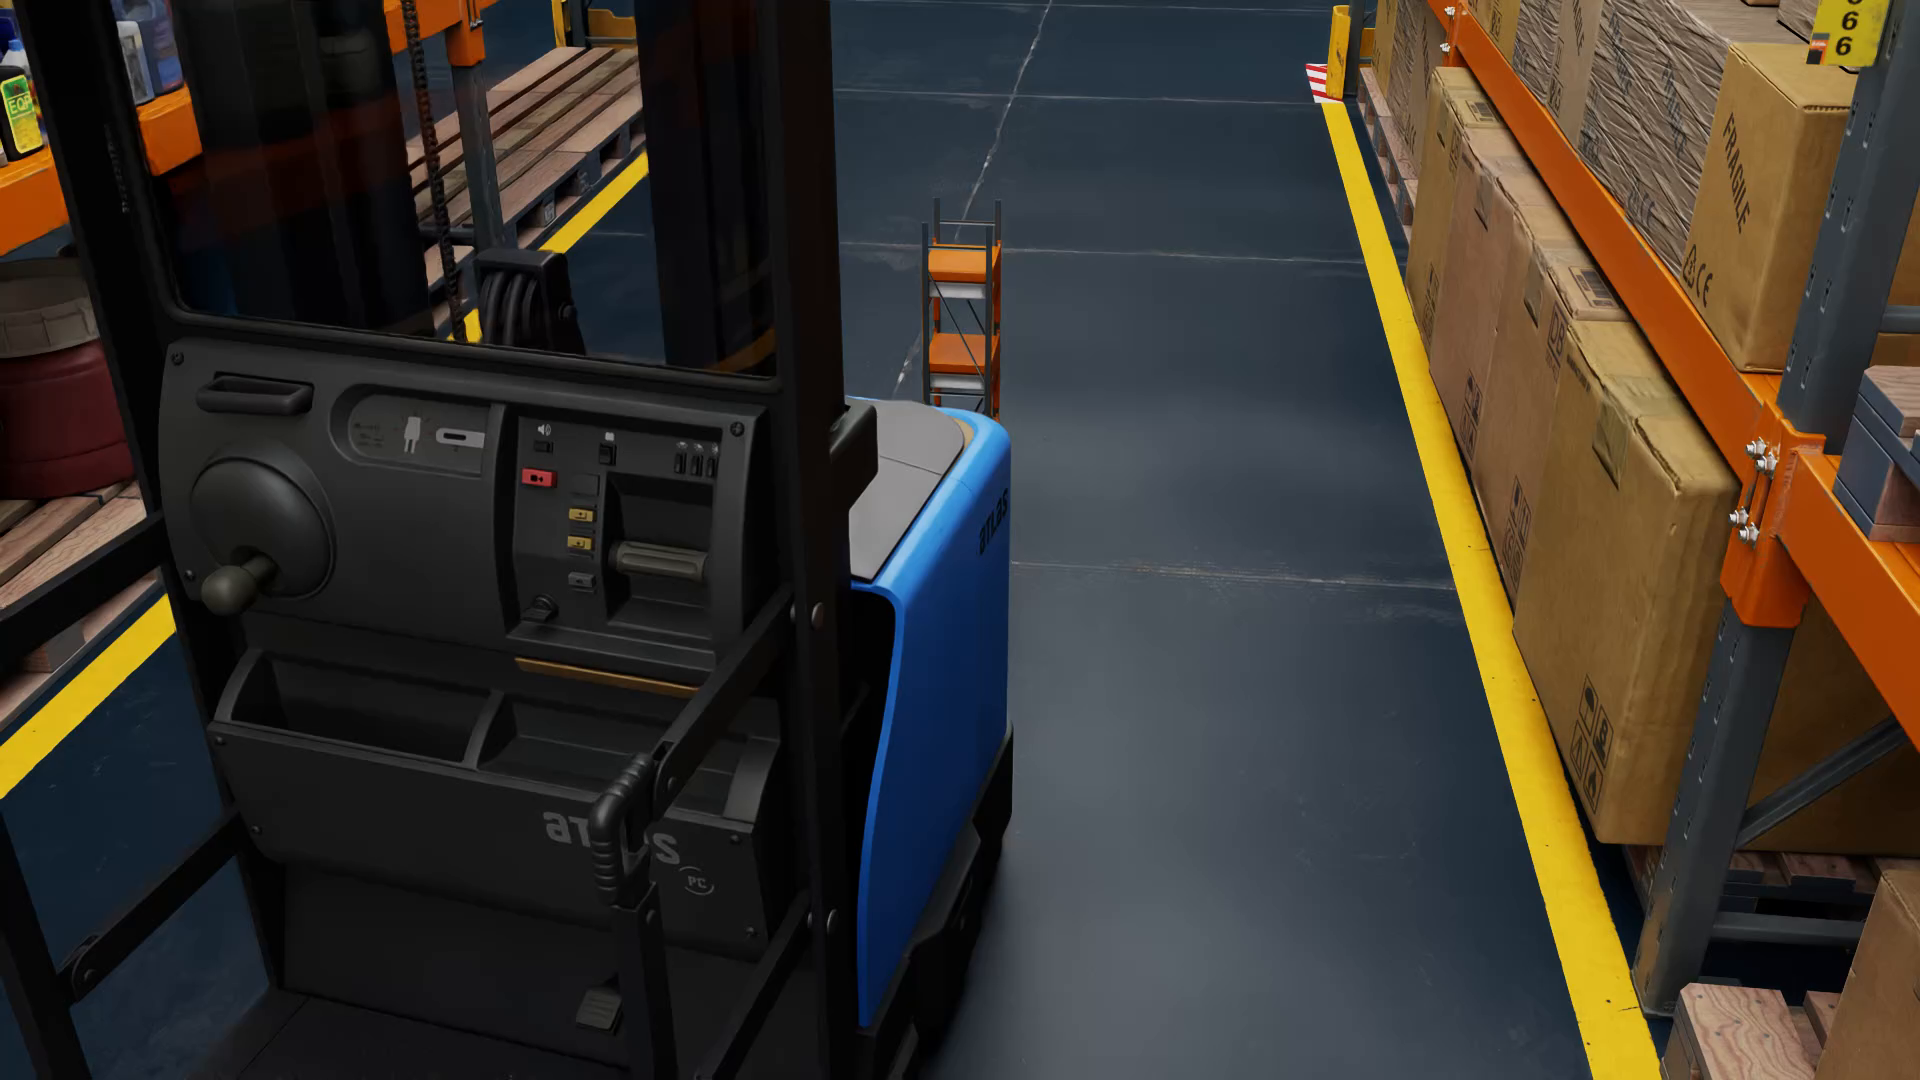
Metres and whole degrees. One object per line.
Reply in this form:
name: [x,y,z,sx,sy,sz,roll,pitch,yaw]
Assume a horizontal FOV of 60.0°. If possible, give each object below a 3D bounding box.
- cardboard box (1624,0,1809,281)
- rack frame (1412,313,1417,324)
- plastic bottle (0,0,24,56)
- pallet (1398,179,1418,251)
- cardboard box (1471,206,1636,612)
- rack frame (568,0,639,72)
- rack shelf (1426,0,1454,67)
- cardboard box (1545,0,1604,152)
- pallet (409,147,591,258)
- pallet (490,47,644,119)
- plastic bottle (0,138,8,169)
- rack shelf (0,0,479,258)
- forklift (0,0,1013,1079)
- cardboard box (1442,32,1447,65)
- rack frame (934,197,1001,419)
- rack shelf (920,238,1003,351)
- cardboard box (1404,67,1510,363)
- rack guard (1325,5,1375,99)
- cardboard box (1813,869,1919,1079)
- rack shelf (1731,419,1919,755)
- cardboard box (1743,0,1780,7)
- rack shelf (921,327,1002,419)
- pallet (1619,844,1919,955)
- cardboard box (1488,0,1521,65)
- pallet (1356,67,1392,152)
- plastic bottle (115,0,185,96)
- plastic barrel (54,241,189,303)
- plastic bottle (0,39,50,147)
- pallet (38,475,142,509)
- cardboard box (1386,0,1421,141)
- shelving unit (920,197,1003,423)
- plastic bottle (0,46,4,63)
cardboard box: [1.792,-0.862,3.581,0.500,0.500,0.500,3,28,6]
rack frame: [2.401,-2.219,6.207,1.000,3.000,0.127,3,28,6]
plastic bottle: [-3.092,-1.712,5.396,0.152,0.276,0.135,3,28,6]
pallet: [2.571,-1.345,7.524,1.003,0.211,1.213,3,28,6]
cardboard box: [2.133,-0.329,4.495,1.225,0.875,0.875,3,29,6]
rack frame: [-2.025,-4.390,10.236,1.000,3.000,0.127,3,28,6]
rack shelf: [2.646,-2.844,8.125,1.077,0.370,4.000,3,28,6]
cardboard box: [1.916,-1.346,4.480,0.500,0.500,0.500,4,29,7]
pallet: [-2.463,-1.628,8.049,1.003,0.211,1.213,3,28,6]
pallet: [-2.164,-2.777,10.181,1.003,0.211,1.213,3,28,6]
plastic bottle: [-2.517,-1.055,4.256,0.097,0.201,0.097,0,28,0]
rack shelf: [-2.760,-1.249,5.165,1.077,0.370,4.000,3,28,6]
forklift: [-0.783,-0.005,2.169,1.130,2.935,3.031,8,29,14]
cardboard box: [2.561,-1.775,7.180,0.875,0.875,0.875,3,28,6]
rack frame: [0.022,-0.545,5.154,0.200,1.050,0.008,3,28,6]
rack shelf: [0.007,-0.728,4.918,0.215,0.259,0.240,3,28,6]
cardboard box: [2.342,-1.167,6.050,1.225,0.875,0.875,3,29,6]
rack guard: [2.894,-3.013,10.316,1.175,0.500,0.348,3,28,6]
cardboard box: [1.848,0.887,2.613,0.700,0.500,0.500,2,28,4]
rack shelf: [1.665,0.922,1.135,1.077,0.370,4.000,3,28,6]
cardboard box: [2.099,-1.472,3.657,0.797,0.503,0.637,4,29,7]
rack shelf: [0.007,-0.478,5.053,0.215,0.259,0.240,3,28,6]
pallet: [2.082,0.524,4.054,1.003,0.211,1.213,3,28,6]
cardboard box: [2.035,-1.825,5.369,0.500,0.500,0.500,3,28,6]
pallet: [2.870,-2.494,9.656,1.003,0.211,1.213,3,28,6]
plastic bottle: [-2.438,-1.515,4.952,0.144,0.351,0.185,3,28,6]
plastic barrel: [-2.843,-0.748,5.656,0.421,0.512,0.421,0,28,0]
plastic bottle: [-2.489,-1.195,4.441,0.097,0.271,0.097,0,28,0]
pallet: [-2.798,-0.343,5.664,1.003,0.211,1.213,3,28,6]
cardboard box: [2.780,-2.618,8.744,0.875,0.875,0.875,3,28,6]
shelving unit: [0.007,-0.487,5.048,0.215,1.050,0.252,3,28,6]
plastic bottle: [-3.014,-1.557,5.113,0.097,0.271,0.097,0,28,0]
